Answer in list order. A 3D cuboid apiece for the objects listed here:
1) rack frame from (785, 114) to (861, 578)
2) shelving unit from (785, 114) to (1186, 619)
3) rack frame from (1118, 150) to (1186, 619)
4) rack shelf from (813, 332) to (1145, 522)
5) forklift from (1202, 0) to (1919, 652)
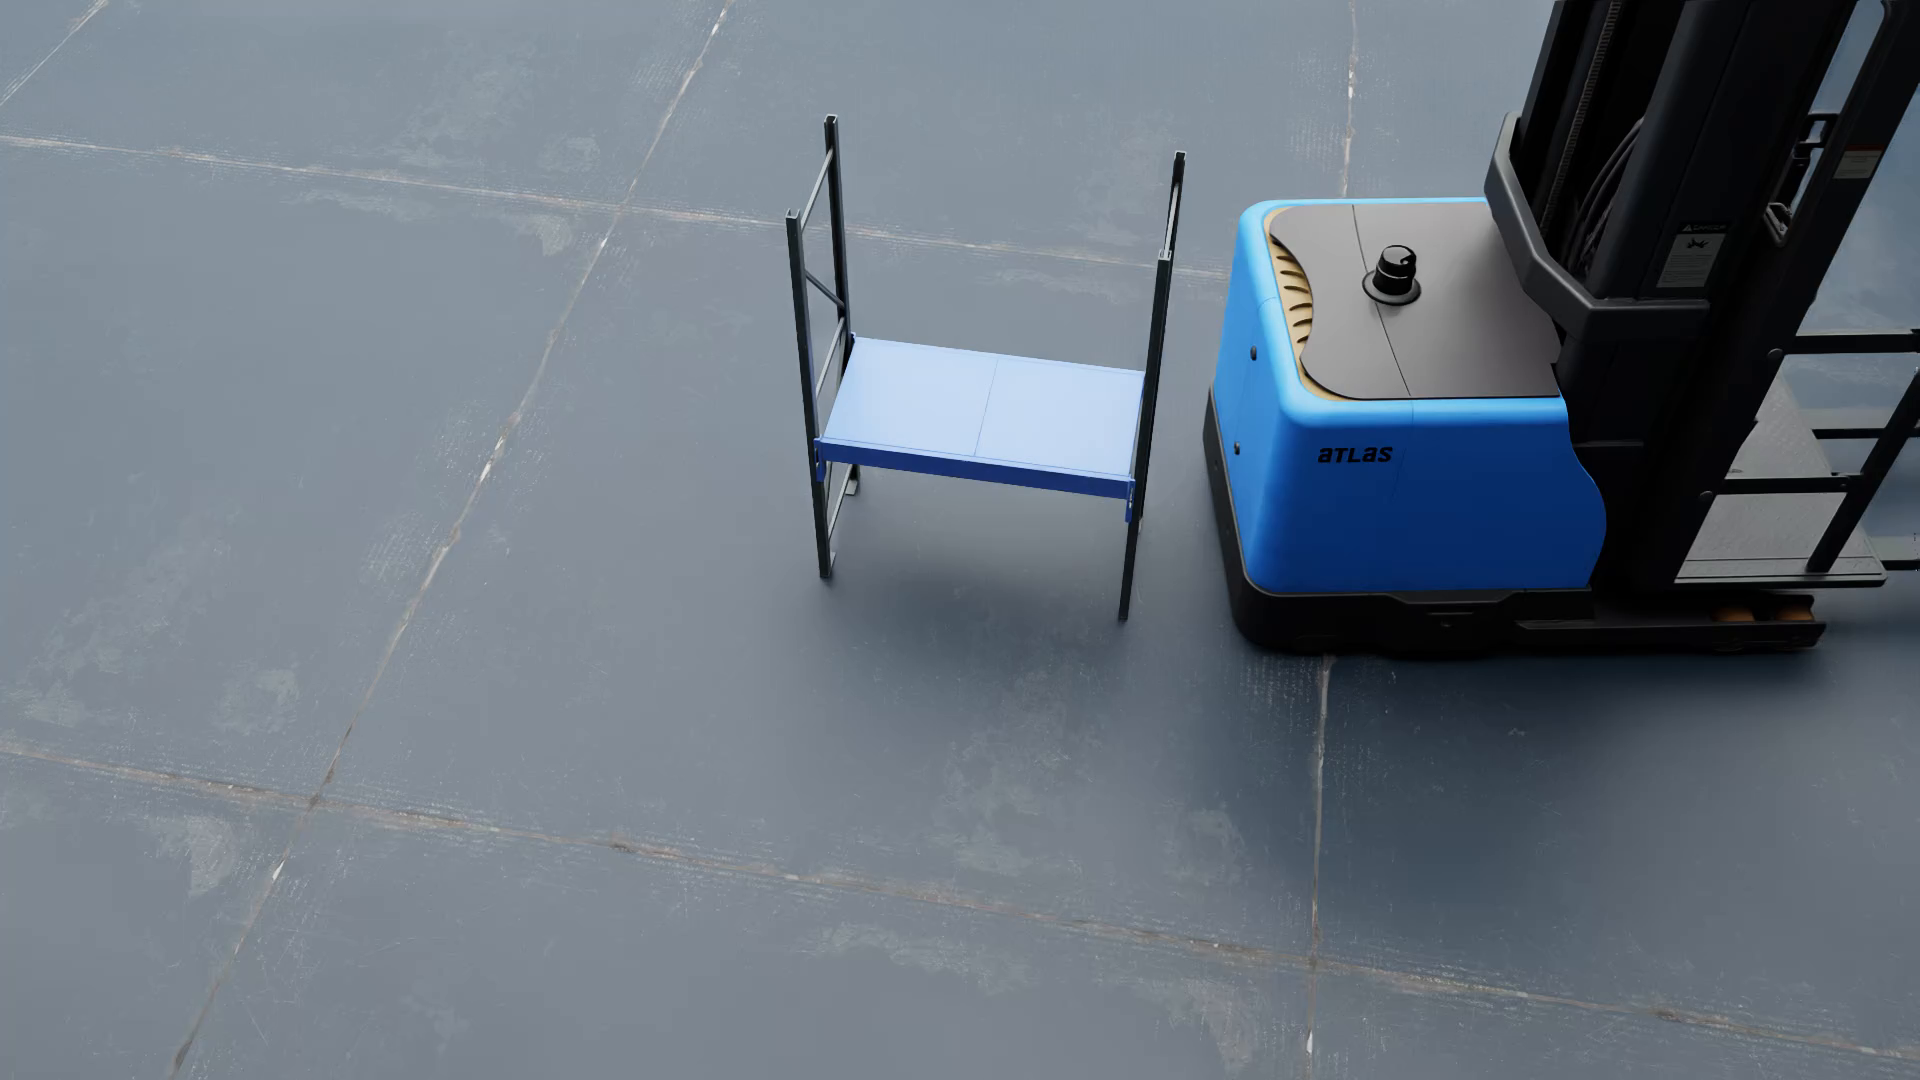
[{"bbox_3d":[-0.416,-0.557,5.242,0.032,1.500,0.500,8,49,7],"label":"rack frame"},{"bbox_3d":[0.084,-0.490,5.182,1.048,1.500,0.538,8,49,7],"label":"shelving unit"},{"bbox_3d":[0.584,-0.423,5.122,0.032,1.500,0.500,8,49,7],"label":"rack frame"},{"bbox_3d":[0.084,-0.370,5.316,1.000,0.185,0.538,8,49,7],"label":"rack shelf"},{"bbox_3d":[2.397,-1.012,4.689,3.031,2.935,1.130,-1,48,-1],"label":"forklift"}]
